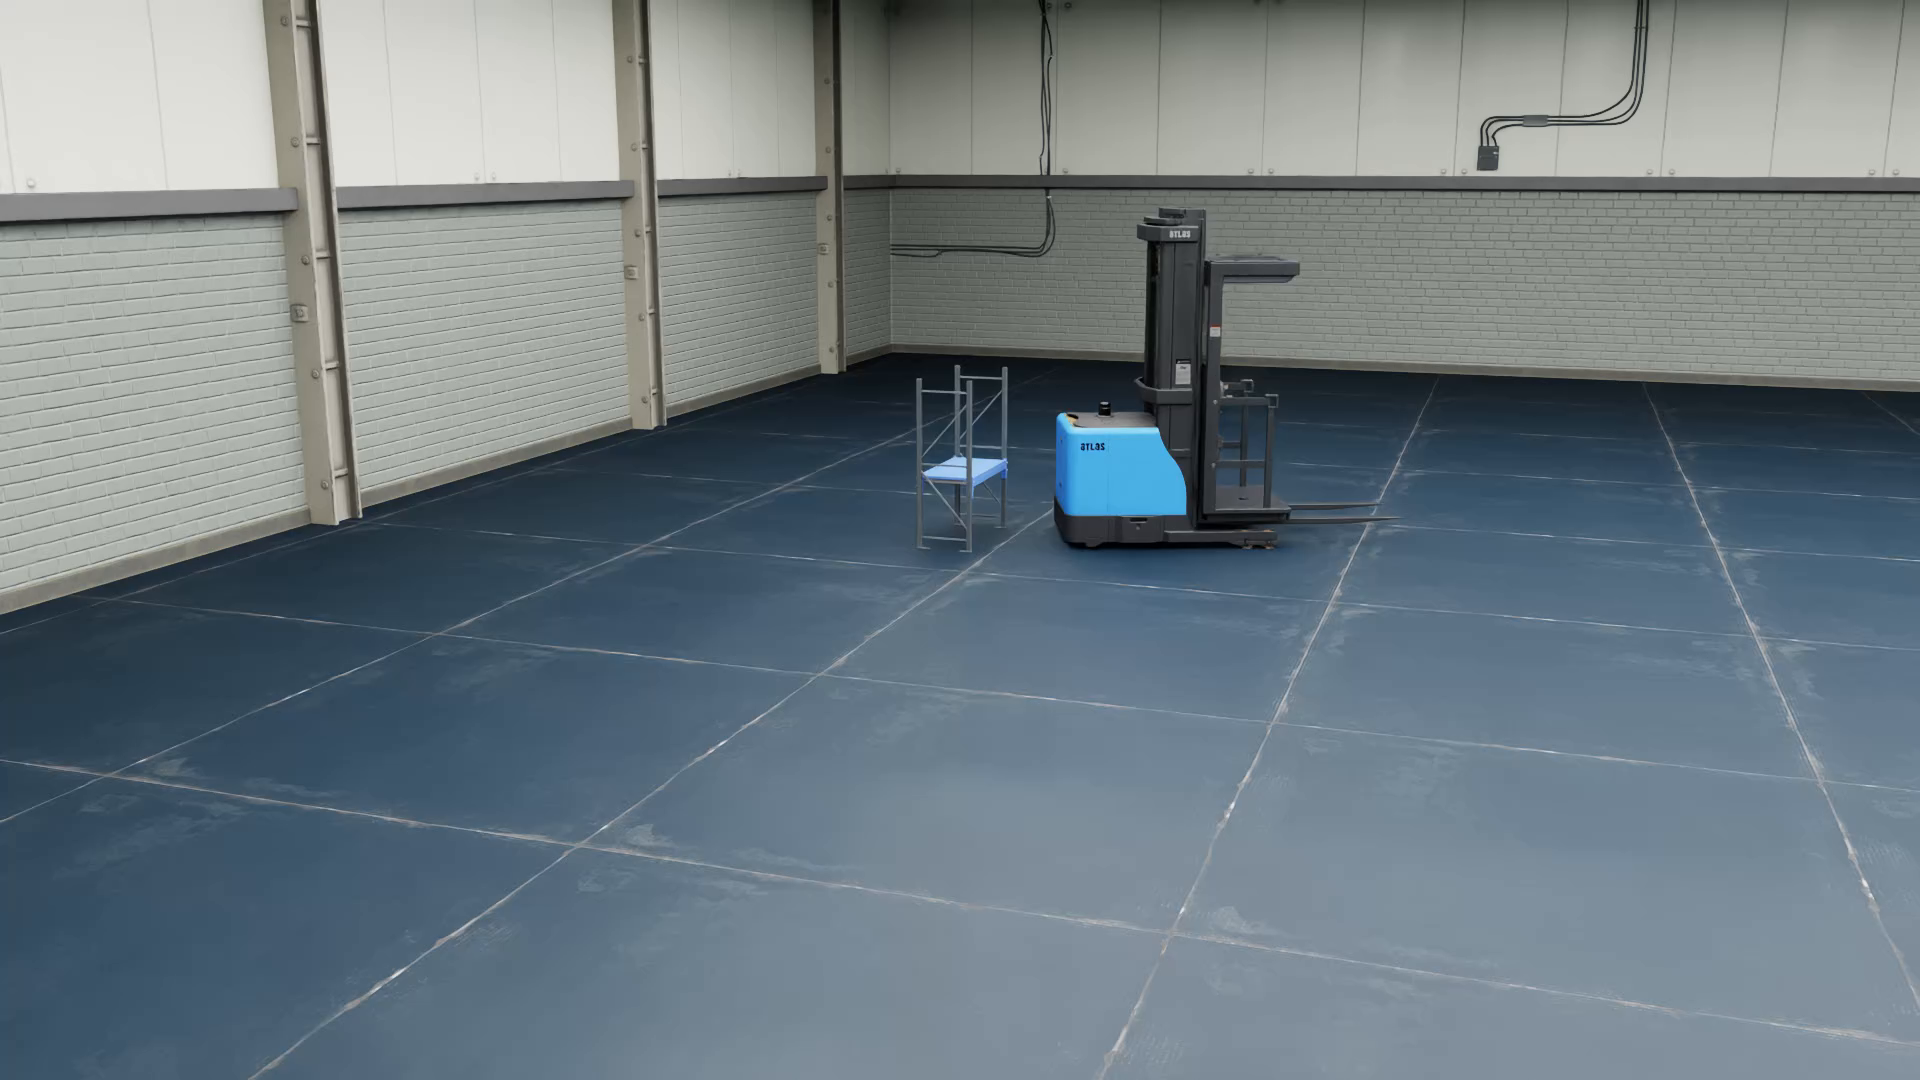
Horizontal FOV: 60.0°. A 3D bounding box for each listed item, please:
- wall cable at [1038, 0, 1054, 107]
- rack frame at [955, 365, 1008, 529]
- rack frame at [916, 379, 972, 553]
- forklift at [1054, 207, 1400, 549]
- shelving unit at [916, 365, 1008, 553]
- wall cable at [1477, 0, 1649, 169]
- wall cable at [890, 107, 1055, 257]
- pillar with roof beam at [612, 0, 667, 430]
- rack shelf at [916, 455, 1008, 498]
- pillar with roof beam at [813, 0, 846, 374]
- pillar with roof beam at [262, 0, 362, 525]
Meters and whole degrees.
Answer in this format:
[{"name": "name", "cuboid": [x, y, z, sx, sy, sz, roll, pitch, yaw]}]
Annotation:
[{"name": "wall cable", "cuboid": [2.707, -8.383, 27.123, 3.097, 2.526, 0.112, 4, 14, 18]}, {"name": "rack frame", "cuboid": [0.192, -0.856, 15.369, 0.500, 1.500, 0.032, 4, 14, 18]}, {"name": "rack frame", "cuboid": [-0.137, -0.642, 14.431, 0.500, 1.500, 0.032, 4, 14, 18]}, {"name": "forklift", "cuboid": [2.408, -1.468, 14.831, 3.031, 2.935, 1.130, -1, 13, -3]}, {"name": "shelving unit", "cuboid": [0.028, -0.749, 14.900, 0.538, 1.500, 1.048, 4, 14, 18]}, {"name": "wall cable", "cuboid": [9.125, -8.601, 24.805, 2.305, 6.003, 0.169, 4, 14, 18]}, {"name": "wall cable", "cuboid": [0.147, -6.116, 28.538, 3.097, 2.526, 0.112, 4, 14, 18]}, {"name": "pillar with roof beam", "cuboid": [0.075, -5.531, 18.999, 9.100, 9.000, 0.400, 4, 14, 18]}, {"name": "rack shelf", "cuboid": [0.028, -0.574, 14.940, 0.538, 0.185, 1.000, 4, 14, 18]}, {"name": "pillar with roof beam", "cuboid": [2.016, -6.795, 24.534, 9.100, 9.000, 0.400, 4, 14, 18]}, {"name": "pillar with roof beam", "cuboid": [-1.866, -4.268, 13.464, 9.100, 9.000, 0.400, 4, 14, 18]}]
